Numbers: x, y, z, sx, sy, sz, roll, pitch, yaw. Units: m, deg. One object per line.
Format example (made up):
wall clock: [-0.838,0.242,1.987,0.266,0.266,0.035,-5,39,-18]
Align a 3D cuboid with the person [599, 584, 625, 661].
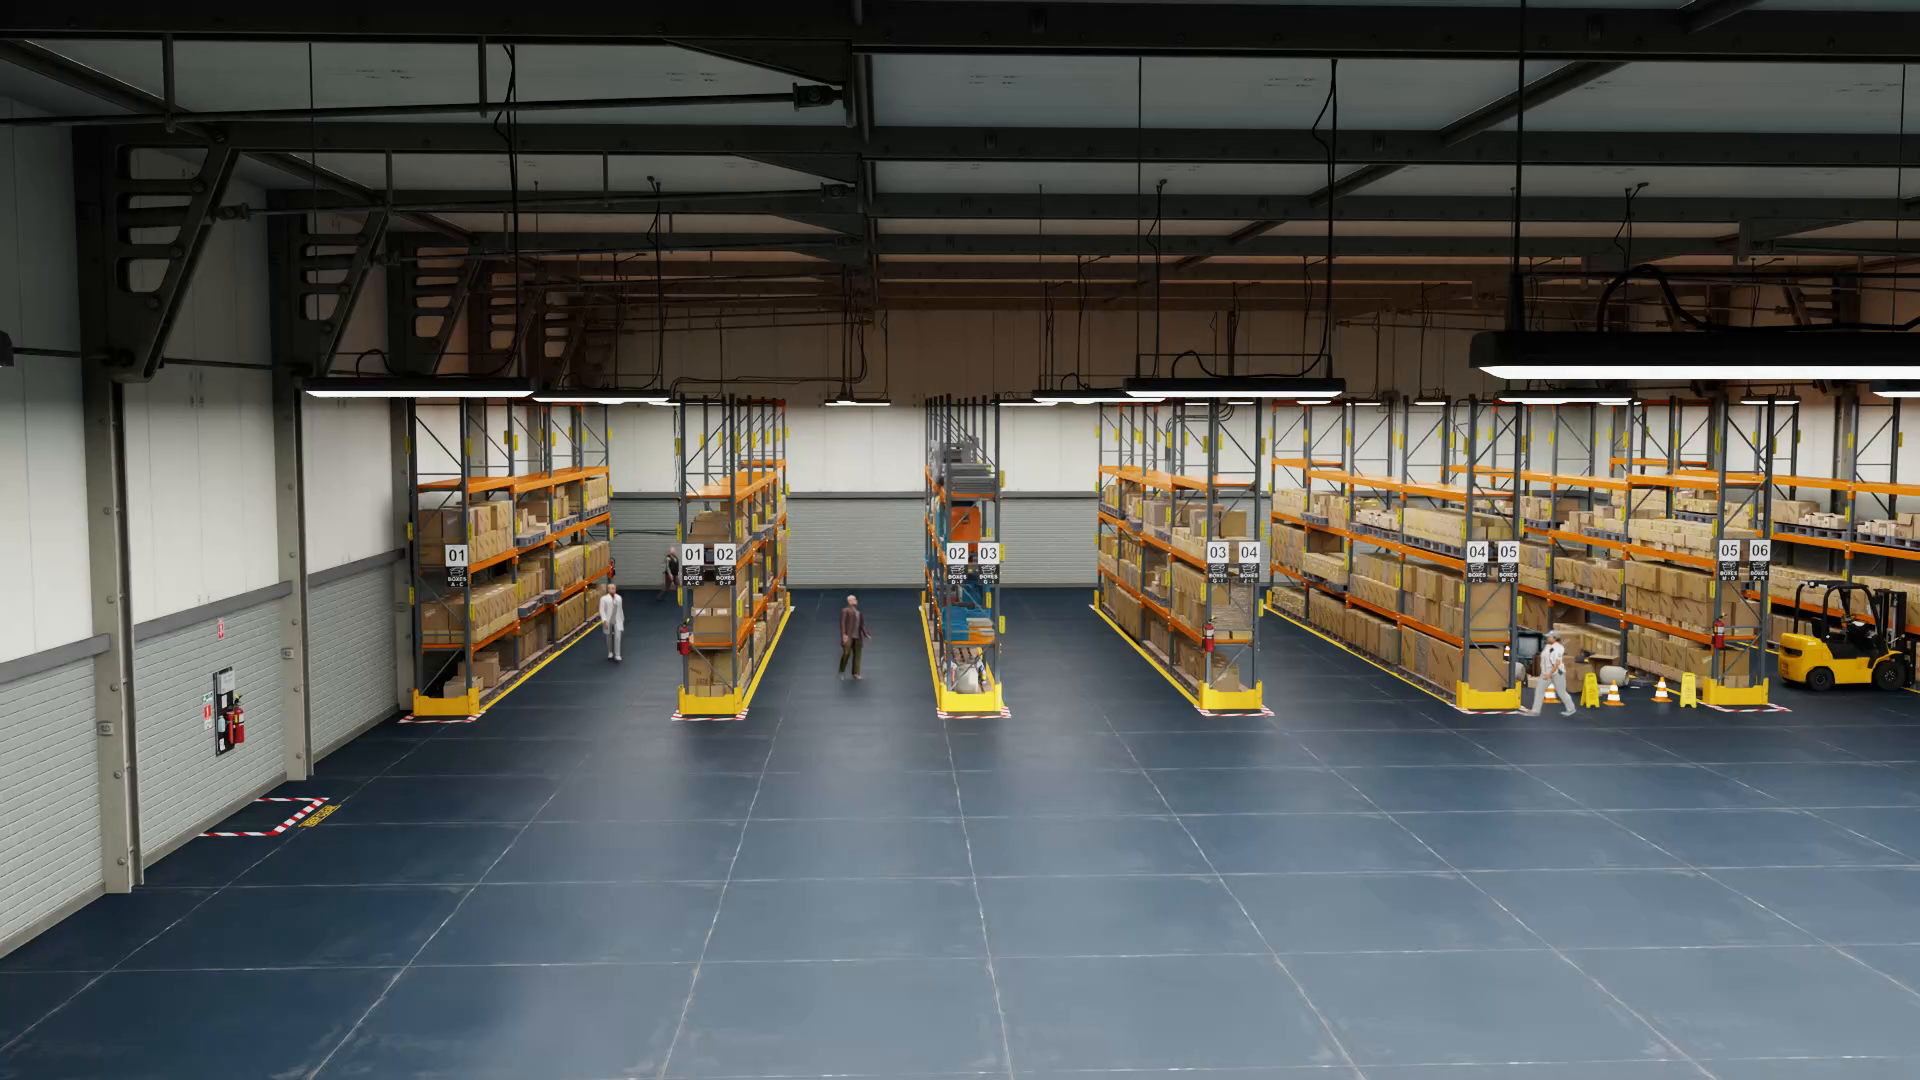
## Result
person: [-7.899,1.863,37.721,0.551,1.724,1.088,-1,5,-10]

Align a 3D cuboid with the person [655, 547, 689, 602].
person: [-8.453,1.038,48.796,0.968,1.688,0.597,1,5,16]

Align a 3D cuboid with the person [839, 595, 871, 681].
person: [-2.241,2.068,35.136,0.678,1.778,0.553,-3,6,-35]

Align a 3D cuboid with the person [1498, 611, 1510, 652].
person: [12.757,1.773,39.190,0.464,1.728,0.570,1,5,16]

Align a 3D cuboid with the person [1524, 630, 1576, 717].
person: [10.945,2.477,30.762,0.986,1.621,0.474,-2,5,-26]
